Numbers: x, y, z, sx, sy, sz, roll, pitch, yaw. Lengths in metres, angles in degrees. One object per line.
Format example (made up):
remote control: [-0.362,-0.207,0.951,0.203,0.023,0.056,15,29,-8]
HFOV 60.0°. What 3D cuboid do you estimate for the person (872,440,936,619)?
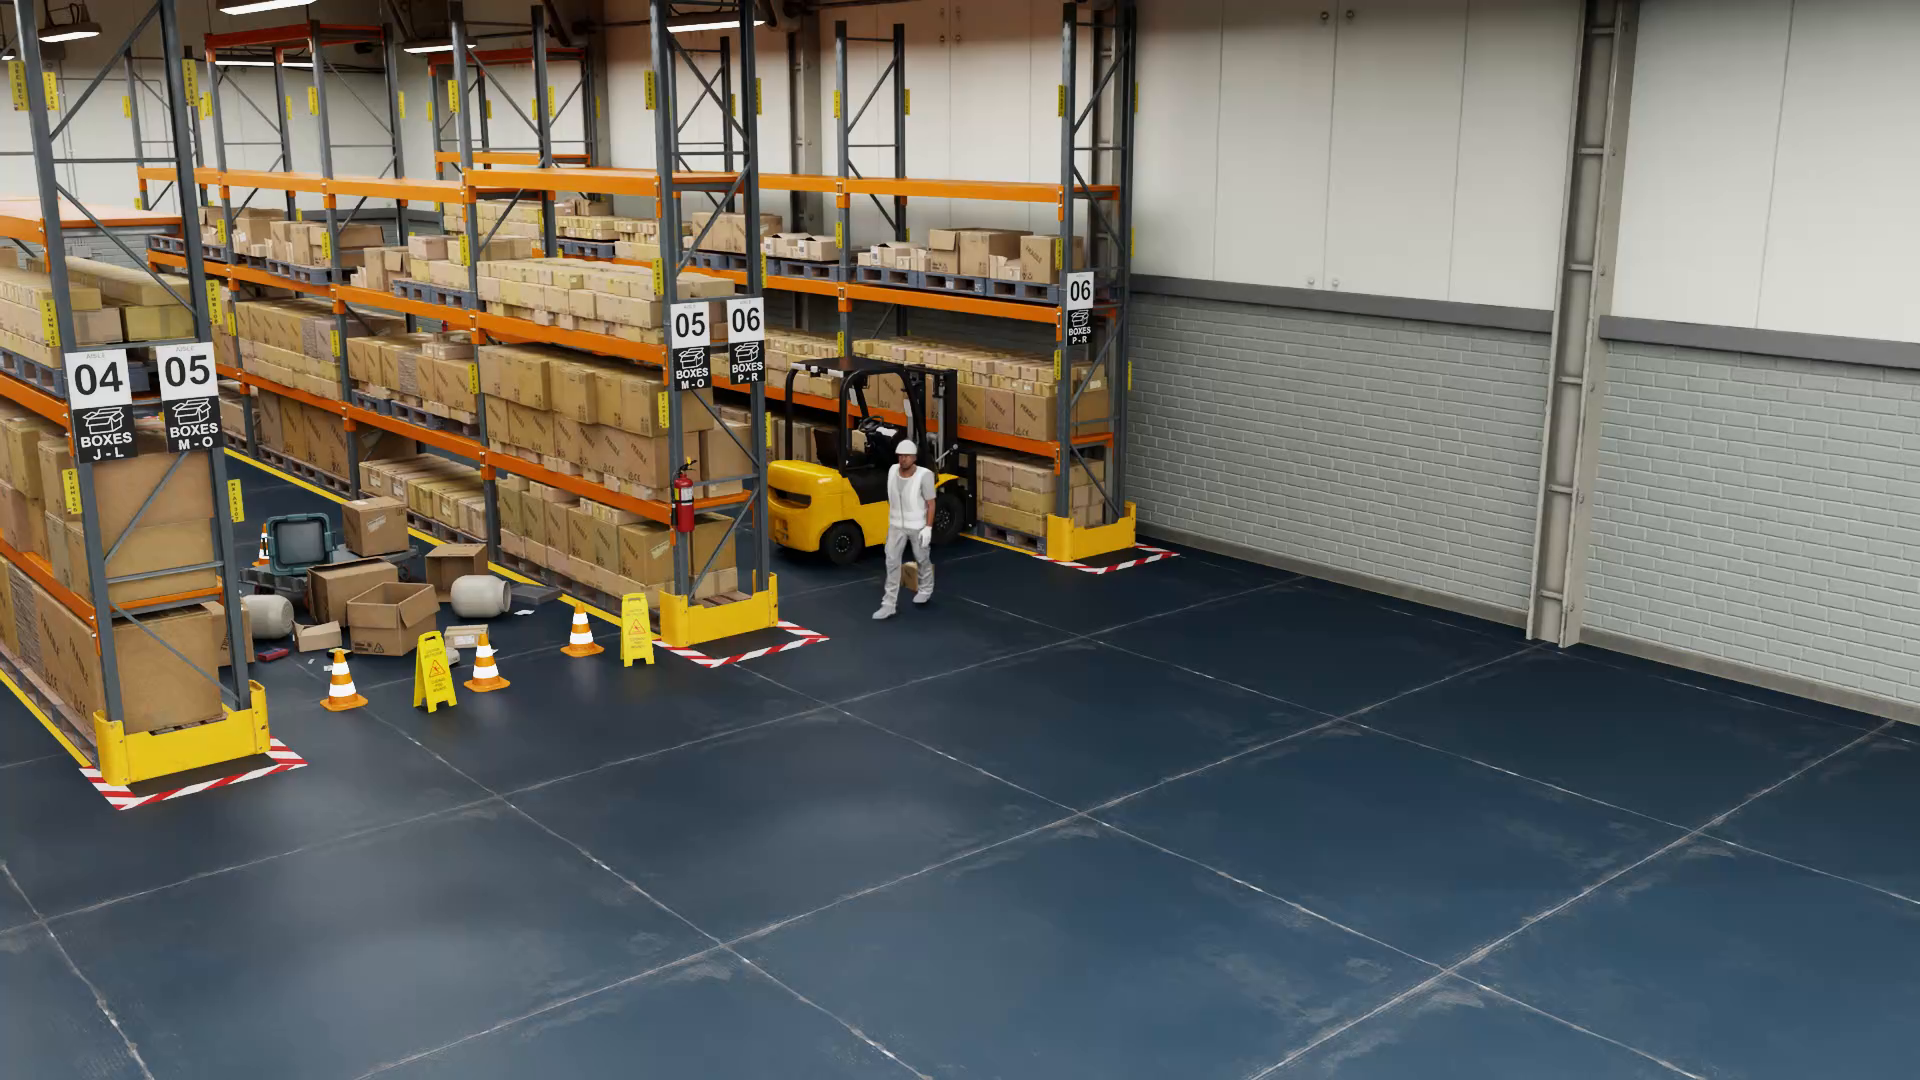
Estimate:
person: [-0.519,-0.143,16.499,0.590,1.734,0.927,5,15,20]
